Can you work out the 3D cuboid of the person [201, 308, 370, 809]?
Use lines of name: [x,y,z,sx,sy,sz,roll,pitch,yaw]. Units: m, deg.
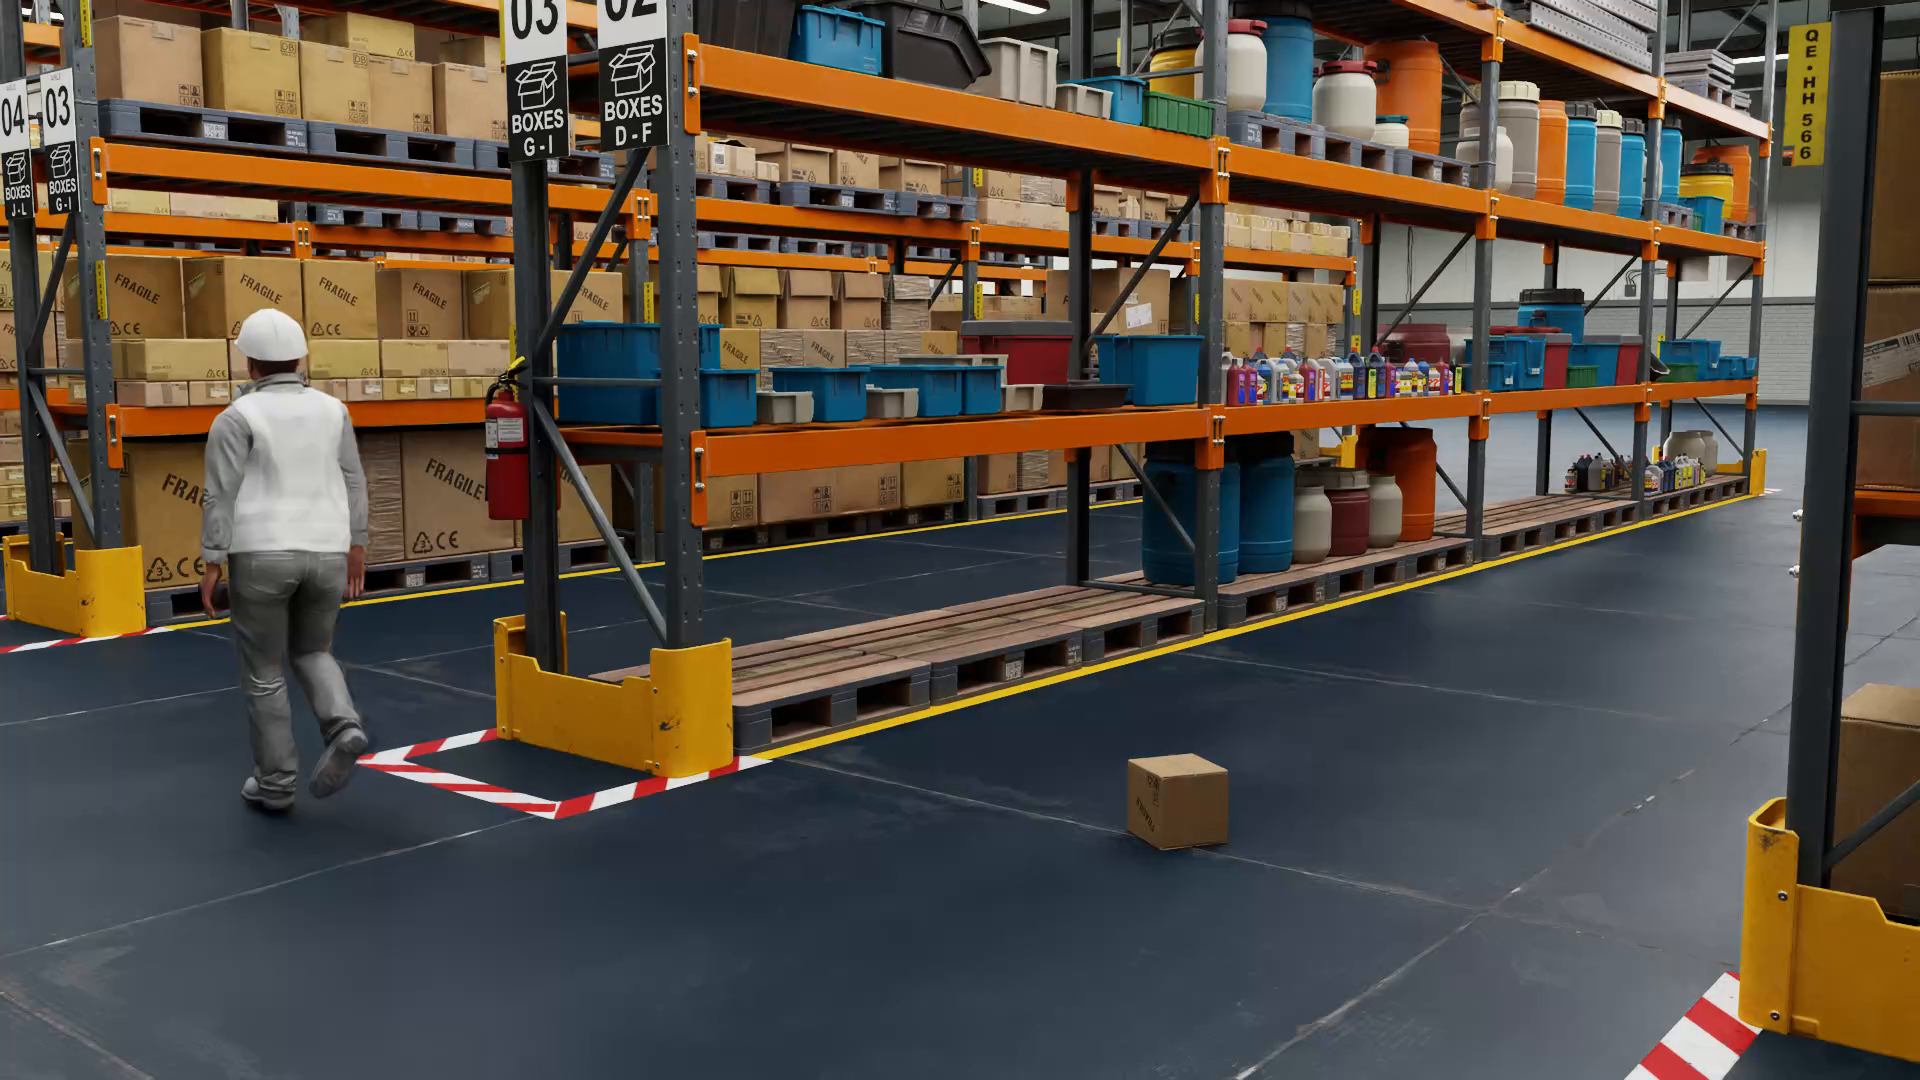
person: [-2.367,0.064,5.910,0.509,1.761,0.595,6,9,41]
